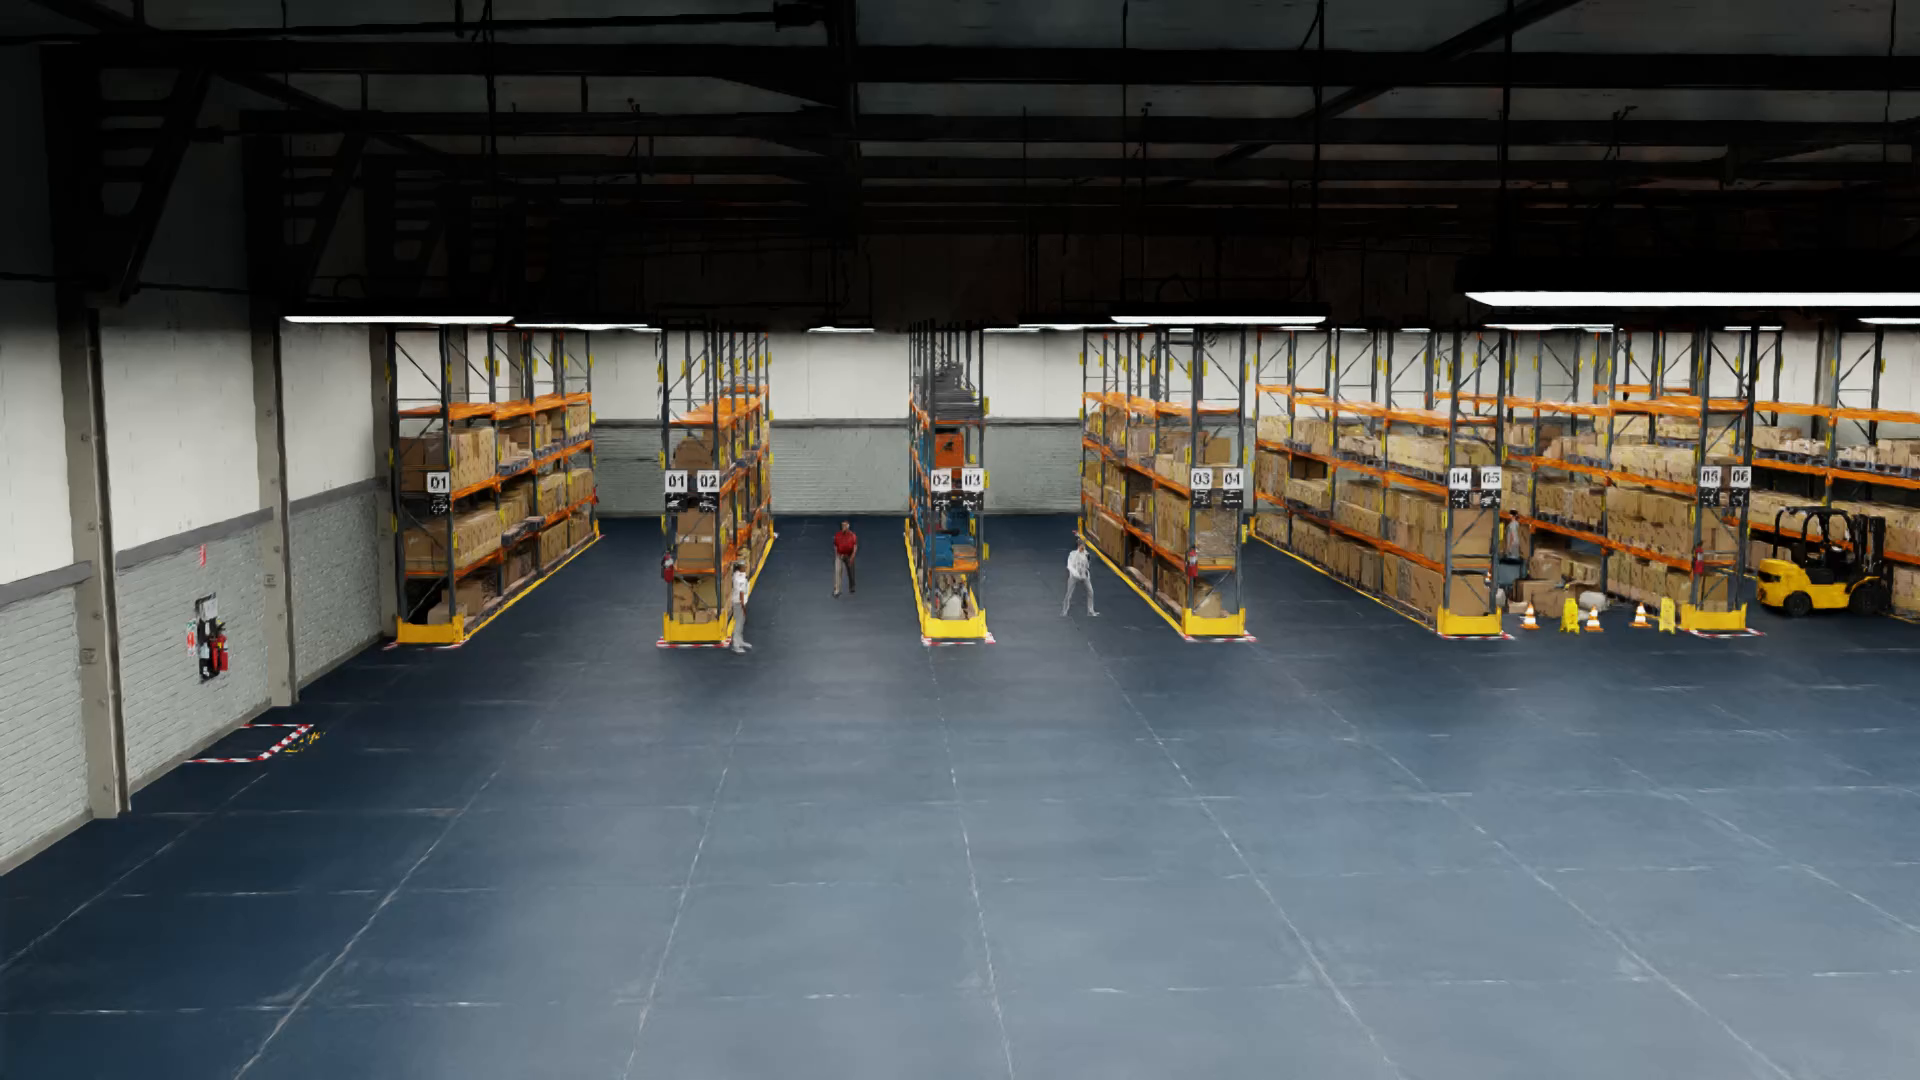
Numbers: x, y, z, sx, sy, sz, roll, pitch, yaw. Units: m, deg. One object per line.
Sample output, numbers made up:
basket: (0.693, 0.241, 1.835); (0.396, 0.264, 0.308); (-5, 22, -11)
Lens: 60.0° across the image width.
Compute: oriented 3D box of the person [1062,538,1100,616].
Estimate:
person: (2.420, 0.737, 33.892); (0.638, 1.603, 0.814); (-3, 8, -20)

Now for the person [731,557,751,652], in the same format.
person: (-3.969, 1.165, 30.126); (0.367, 1.676, 0.562); (-1, 7, -11)

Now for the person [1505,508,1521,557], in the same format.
person: (12.873, 0.090, 38.838); (0.544, 1.671, 0.521); (2, 7, 19)

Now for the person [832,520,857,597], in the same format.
person: (-2.505, 0.392, 36.416); (0.533, 1.656, 1.040); (1, 7, 6)
